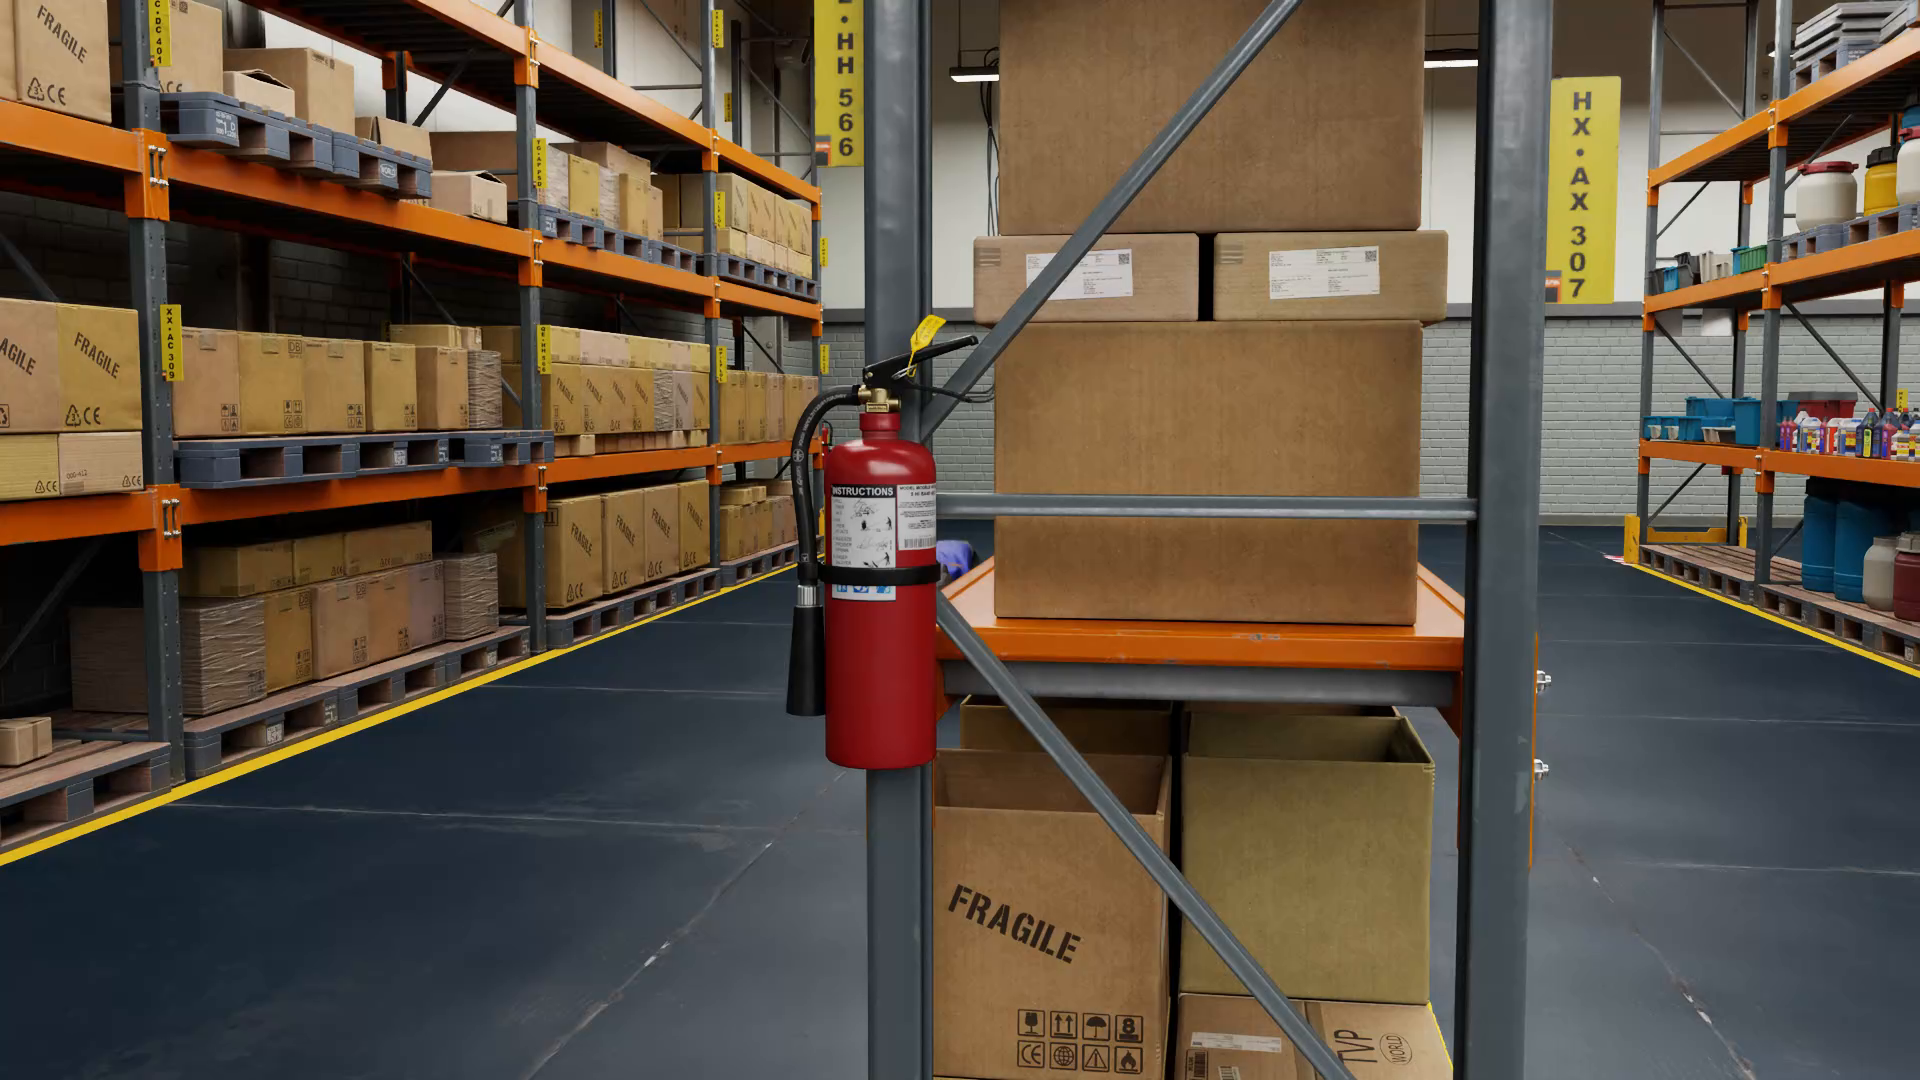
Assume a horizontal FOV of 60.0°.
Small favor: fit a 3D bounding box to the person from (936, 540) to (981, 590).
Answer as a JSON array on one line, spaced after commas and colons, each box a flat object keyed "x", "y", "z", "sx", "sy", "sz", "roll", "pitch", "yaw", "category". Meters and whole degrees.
[{"x": -0.070, "y": 0.446, "z": 9.843, "sx": 0.465, "sy": 0.864, "sz": 0.866, "roll": 0, "pitch": 5, "yaw": 5, "category": "person"}]
